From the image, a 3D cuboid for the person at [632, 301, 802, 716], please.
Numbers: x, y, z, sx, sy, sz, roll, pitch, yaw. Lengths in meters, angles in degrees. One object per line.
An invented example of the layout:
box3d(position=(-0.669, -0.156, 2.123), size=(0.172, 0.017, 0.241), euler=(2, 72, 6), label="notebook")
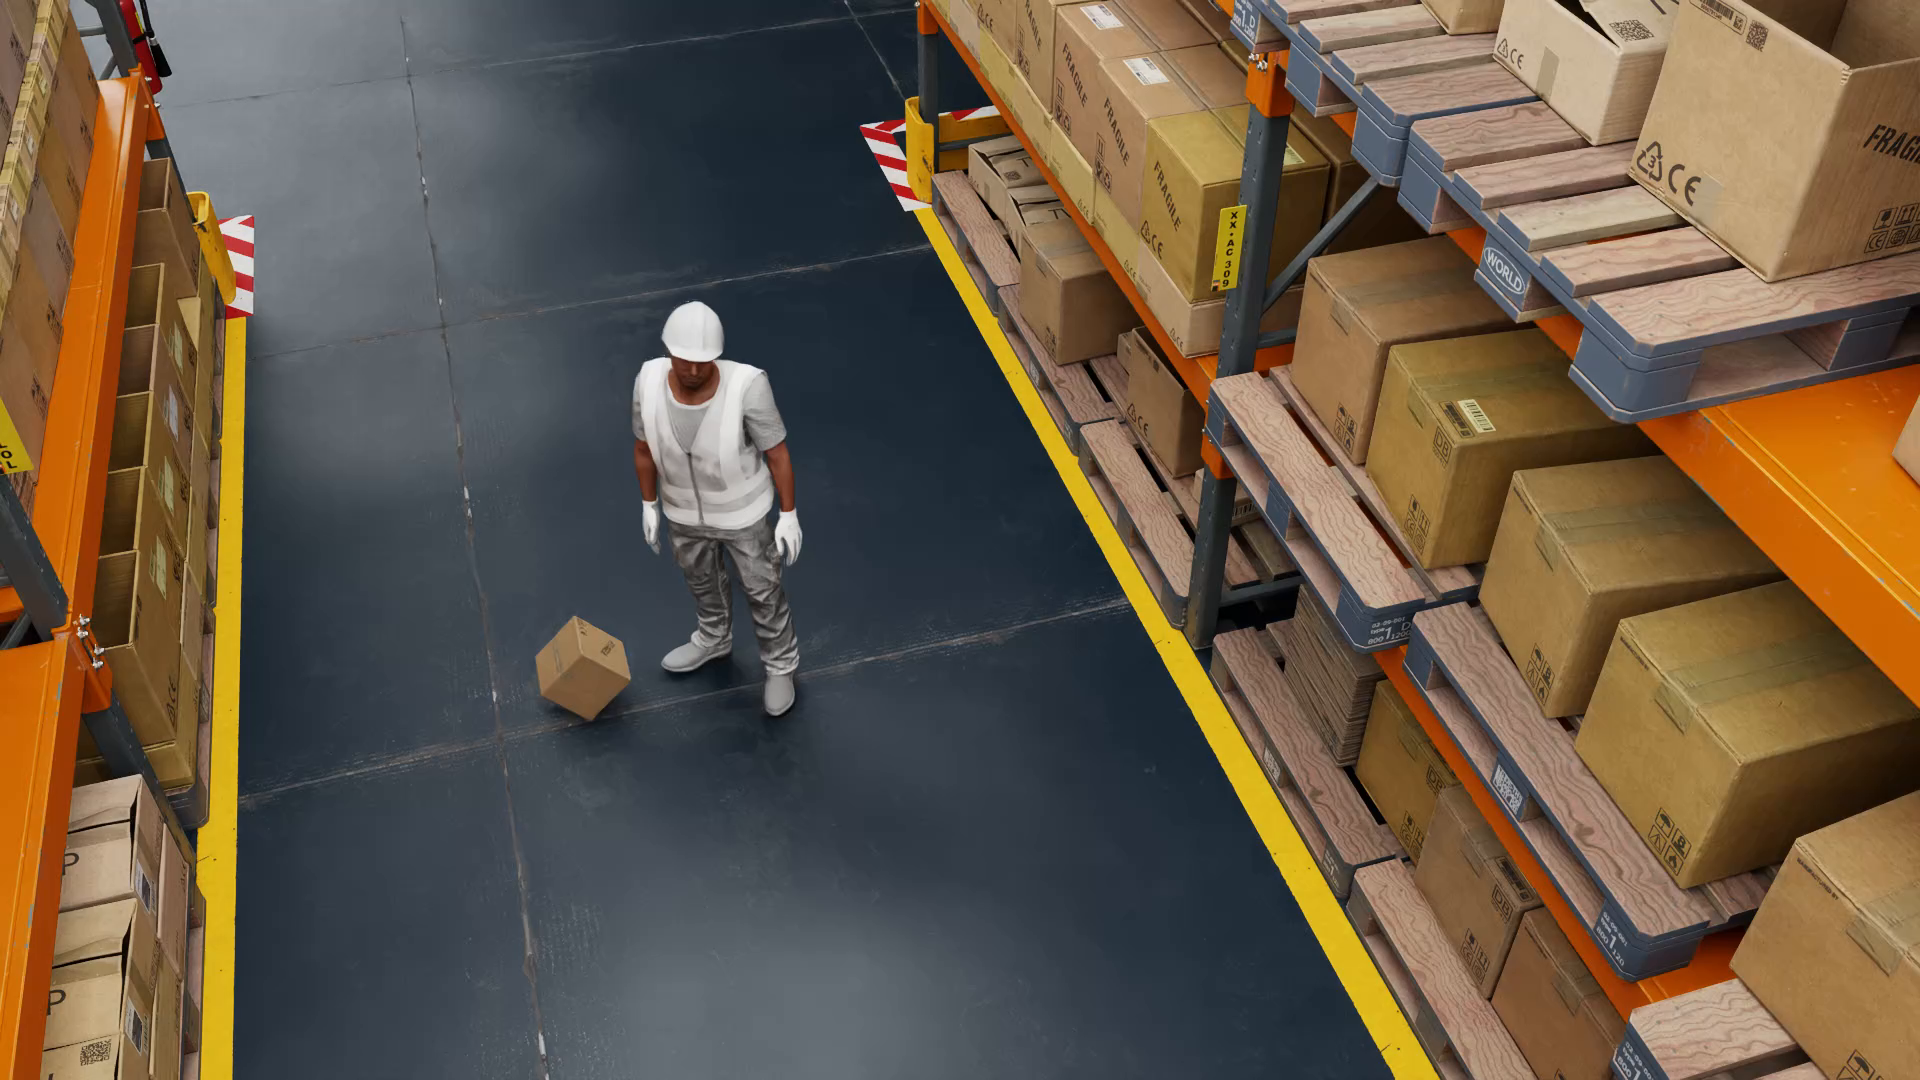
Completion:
box3d(position=(-0.898, -0.108, 6.219), size=(0.663, 1.788, 0.398), euler=(10, 43, 11), label="person")
